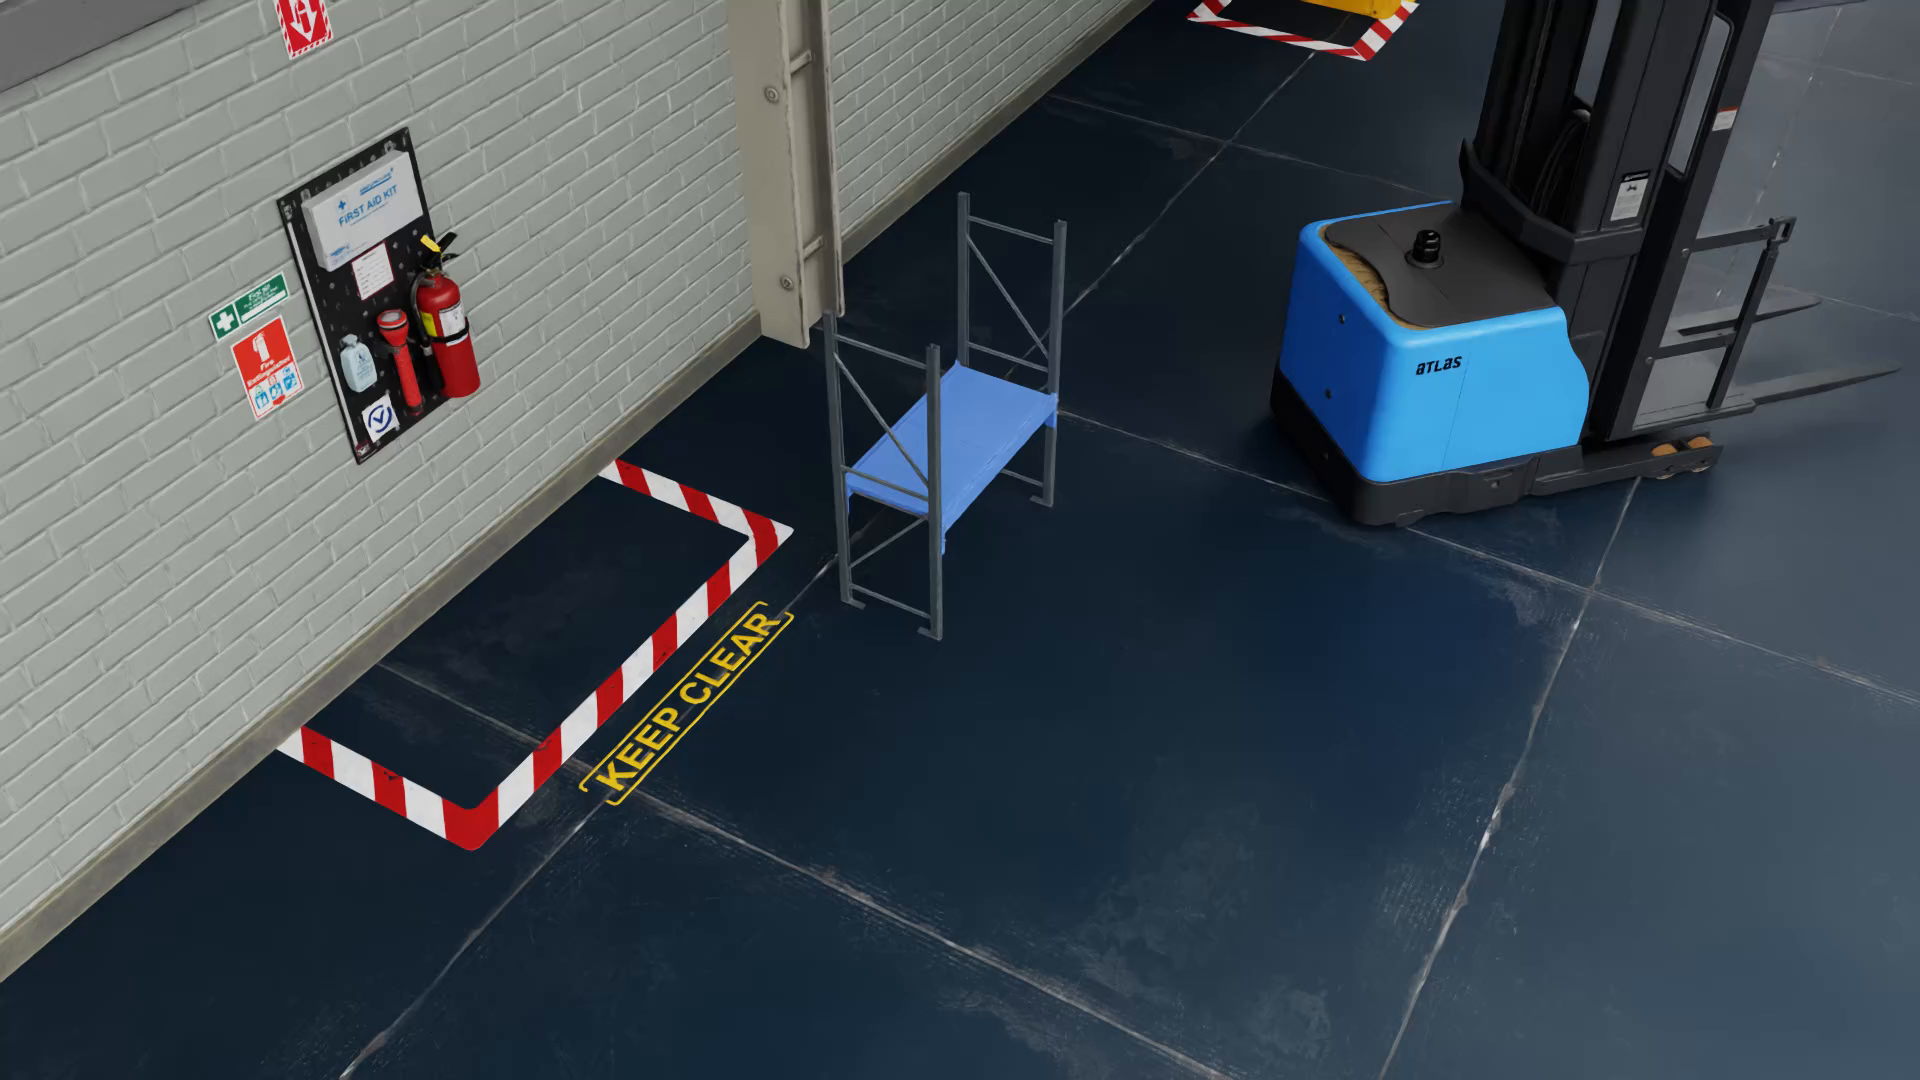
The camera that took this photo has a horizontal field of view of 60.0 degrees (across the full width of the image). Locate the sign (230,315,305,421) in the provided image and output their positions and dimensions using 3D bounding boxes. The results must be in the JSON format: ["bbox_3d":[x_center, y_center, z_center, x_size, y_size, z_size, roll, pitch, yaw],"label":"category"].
[{"bbox_3d":[-2.483,-0.617,5.970,0.001,0.329,0.234,21,45,22],"label":"sign"}]

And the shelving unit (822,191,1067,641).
[{"bbox_3d":[-0.043,-0.514,7.014,0.538,1.500,1.048,21,45,22],"label":"shelving unit"}]

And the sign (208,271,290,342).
[{"bbox_3d":[-2.473,-0.816,5.794,0.001,0.109,0.331,21,45,22],"label":"sign"}]

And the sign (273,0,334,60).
[{"bbox_3d":[-2.207,-1.784,5.568,0.001,0.298,0.199,21,45,22],"label":"sign"}]

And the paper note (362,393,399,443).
[{"bbox_3d":[-2.265,-0.477,6.504,0.016,0.148,0.142,21,45,22],"label":"paper note"}]

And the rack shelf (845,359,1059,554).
[{"bbox_3d":[-0.043,-0.379,7.133,0.538,0.185,1.000,21,45,22],"label":"rack shelf"}]

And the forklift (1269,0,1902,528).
[{"bbox_3d":[3.105,-1.713,7.292,3.031,2.935,1.130,-11,43,-12],"label":"forklift"}]

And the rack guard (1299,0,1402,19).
[{"bbox_3d":[2.592,-4.139,11.888,1.175,0.500,0.348,21,45,22],"label":"rack guard"}]

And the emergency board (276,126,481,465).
[{"bbox_3d":[-2.117,-0.886,6.302,0.194,1.169,0.643,21,45,22],"label":"emergency board"}]

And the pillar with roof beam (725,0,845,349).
[{"bbox_3d":[2.880,-3.115,4.294,9.100,9.000,0.400,21,45,22],"label":"pillar with roof beam"}]

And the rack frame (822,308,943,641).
[{"bbox_3d":[-0.297,-0.223,6.684,0.500,1.500,0.032,21,45,22],"label":"rack frame"}]

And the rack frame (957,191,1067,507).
[{"bbox_3d":[0.212,-0.805,7.345,0.500,1.500,0.032,21,45,22],"label":"rack frame"}]
